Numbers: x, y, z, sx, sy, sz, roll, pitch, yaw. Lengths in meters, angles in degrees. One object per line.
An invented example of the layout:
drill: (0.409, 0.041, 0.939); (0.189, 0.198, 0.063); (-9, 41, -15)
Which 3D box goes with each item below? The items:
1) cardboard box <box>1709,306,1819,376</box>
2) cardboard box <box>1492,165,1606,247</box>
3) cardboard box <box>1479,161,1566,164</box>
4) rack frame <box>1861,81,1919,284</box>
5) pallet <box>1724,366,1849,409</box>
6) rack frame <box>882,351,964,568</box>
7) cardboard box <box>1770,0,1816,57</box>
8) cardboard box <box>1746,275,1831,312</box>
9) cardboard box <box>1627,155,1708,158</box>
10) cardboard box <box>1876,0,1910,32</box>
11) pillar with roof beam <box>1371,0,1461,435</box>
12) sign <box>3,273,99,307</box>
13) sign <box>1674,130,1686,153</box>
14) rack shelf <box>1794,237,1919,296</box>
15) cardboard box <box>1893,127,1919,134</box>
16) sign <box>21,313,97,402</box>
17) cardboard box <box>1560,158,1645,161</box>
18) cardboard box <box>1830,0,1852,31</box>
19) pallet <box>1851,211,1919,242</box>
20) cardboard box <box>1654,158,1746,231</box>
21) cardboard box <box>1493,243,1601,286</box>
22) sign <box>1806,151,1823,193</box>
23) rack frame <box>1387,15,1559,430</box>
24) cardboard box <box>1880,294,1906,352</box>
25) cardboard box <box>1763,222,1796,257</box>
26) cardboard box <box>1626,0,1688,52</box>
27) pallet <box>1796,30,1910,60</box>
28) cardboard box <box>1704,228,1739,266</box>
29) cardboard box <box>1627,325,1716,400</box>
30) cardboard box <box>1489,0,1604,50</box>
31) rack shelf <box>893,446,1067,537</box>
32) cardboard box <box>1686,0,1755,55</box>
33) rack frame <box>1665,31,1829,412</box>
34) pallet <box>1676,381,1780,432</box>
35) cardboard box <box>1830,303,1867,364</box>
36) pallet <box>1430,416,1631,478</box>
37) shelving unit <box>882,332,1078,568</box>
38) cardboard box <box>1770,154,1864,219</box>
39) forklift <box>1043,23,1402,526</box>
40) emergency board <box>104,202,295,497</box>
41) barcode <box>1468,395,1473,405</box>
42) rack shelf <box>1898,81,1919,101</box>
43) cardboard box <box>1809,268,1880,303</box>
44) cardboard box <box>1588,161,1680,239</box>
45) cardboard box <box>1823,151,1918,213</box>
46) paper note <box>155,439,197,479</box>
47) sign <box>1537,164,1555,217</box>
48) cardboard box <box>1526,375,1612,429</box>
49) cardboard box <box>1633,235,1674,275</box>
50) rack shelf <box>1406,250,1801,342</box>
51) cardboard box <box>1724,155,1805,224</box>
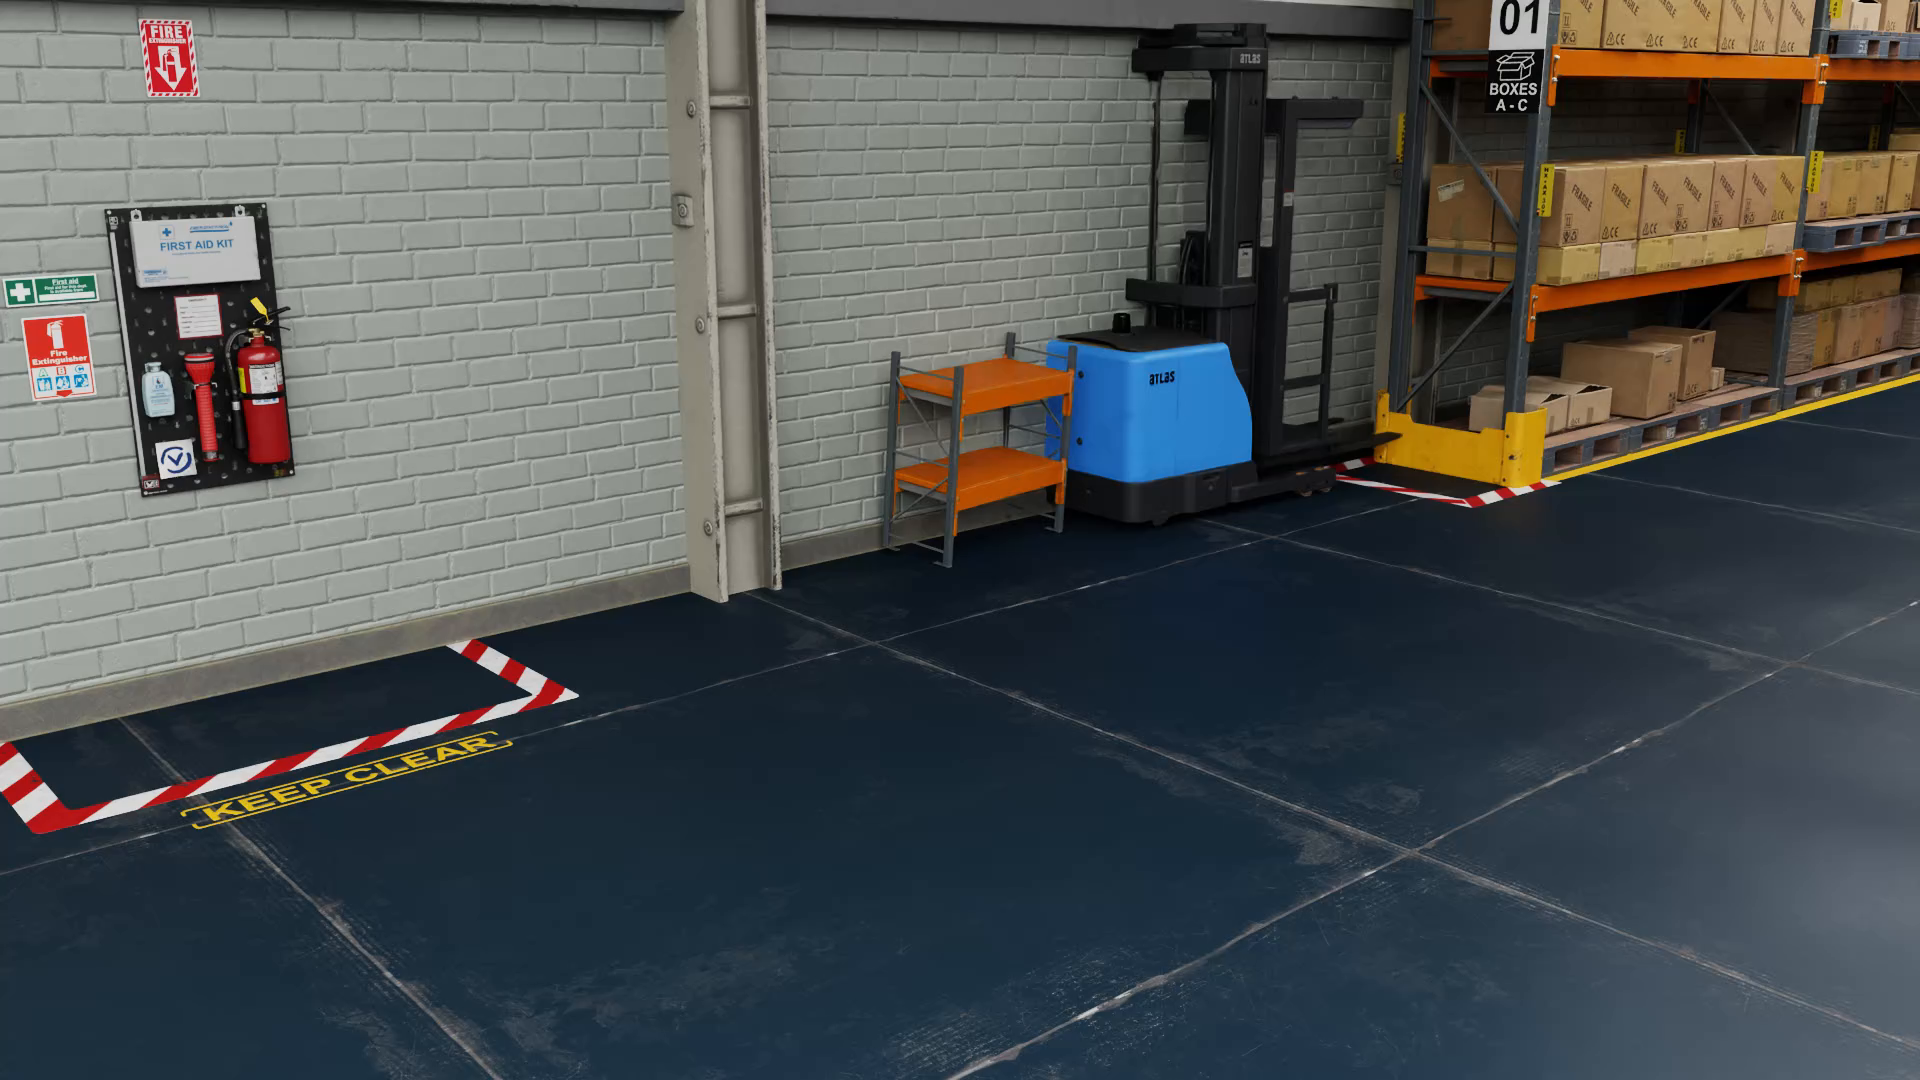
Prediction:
cardboard box: (6.942, -1.730, 14.405); (0.500, 0.500, 0.700); (-12, 19, -38)
cardboard box: (3.937, -2.241, 11.127); (0.500, 0.500, 0.500); (-13, 19, -39)
cardboard box: (3.982, -2.424, 11.809); (0.500, 0.500, 0.500); (-12, 19, -39)
rack frame: (9.415, -3.275, 16.197); (0.127, 3.000, 1.000); (-13, 19, -39)
pallet: (6.984, -1.382, 14.515); (1.213, 0.211, 1.003); (-13, 19, -39)
rack frame: (-0.210, -0.442, 9.152); (0.500, 1.125, 0.032); (18, 22, 37)
cardboard box: (6.177, -3.970, 12.756); (0.500, 0.500, 0.500); (-12, 19, -38)
cardboard box: (7.272, -2.167, 14.590); (0.500, 0.250, 0.500); (-13, 20, -41)
cardboard box: (5.513, -2.771, 13.109); (0.500, 0.500, 0.500); (-13, 20, -40)
cardboard box: (7.793, -4.583, 14.277); (0.500, 0.500, 0.500); (-14, 20, -41)
pillar with roof beam: (6.166, -4.267, 8.286); (0.400, 9.000, 9.100); (-13, 19, -39)
sign: (-3.551, -0.978, 6.501); (0.331, 0.109, 0.001); (-13, 19, -39)
sign: (6.030, -3.264, 13.913); (0.005, 0.325, 0.100); (-13, 19, -39)
rack shelf: (7.906, -2.588, 15.022); (4.000, 0.370, 1.077); (-13, 19, -39)
cardboard box: (9.587, -3.966, 16.523); (0.500, 0.250, 0.500); (-12, 19, -38)
sign: (-3.560, -0.722, 6.573); (0.234, 0.329, 0.001); (-13, 19, -39)
cardboard box: (4.749, -2.597, 12.460); (0.500, 0.500, 0.500); (-12, 19, -39)
cardboard box: (6.862, -4.375, 13.495); (0.500, 0.500, 0.500); (-9, 18, -32)
pallet: (7.949, -2.839, 14.937); (1.213, 0.211, 1.003); (-13, 19, -39)
cardboard box: (5.484, -2.587, 12.423); (0.500, 0.500, 0.500); (-13, 20, -41)
cardboard box: (3.957, -1.878, 11.218); (0.500, 0.250, 0.500); (-13, 20, -41)
sign: (6.759, -2.911, 13.158); (0.005, 0.325, 0.100); (-13, 19, -39)
rack frame: (3.380, -1.919, 11.124); (0.127, 3.000, 1.000); (-13, 19, -39)
cardboard box: (8.441, -2.083, 15.726); (0.500, 0.500, 0.700); (-13, 20, -39)
cardboard box: (6.239, -2.395, 13.156); (0.500, 0.250, 0.500); (-13, 19, -39)
cardboard box: (4.614, -3.607, 11.398); (0.500, 0.500, 0.500); (-12, 19, -37)
pallet: (6.933, -4.039, 13.611); (1.003, 0.211, 1.213); (-13, 19, -39)
cardboard box: (5.489, -2.224, 12.516); (0.500, 0.250, 0.500); (-13, 20, -40)
cardboard box: (5.641, -1.418, 13.239); (0.500, 0.500, 0.500); (14, 21, 43)
cardboard box: (3.796, -3.435, 10.751); (0.500, 0.500, 0.500); (-12, 19, -38)
rack shelf: (0.103, -0.309, 9.601); (0.538, 0.278, 1.000); (18, 22, 37)
cardboard box: (5.396, -3.786, 12.067); (0.500, 0.500, 0.500); (-14, 20, -41)
rack frame: (6.397, -2.597, 13.660); (0.127, 3.000, 1.000); (-13, 19, -39)
pallet: (5.914, -1.129, 13.568); (1.213, 0.211, 1.003); (-13, 19, -39)
cardboard box: (7.710, -1.906, 15.063); (0.500, 0.500, 0.700); (-12, 19, -39)
pallet: (4.073, -0.716, 12.021); (1.213, 0.211, 1.003); (-13, 19, -39)
shelving unit: (0.118, -0.541, 9.527); (0.538, 1.125, 1.048); (18, 22, 37)
cardboard box: (7.230, -3.031, 14.238); (0.500, 0.500, 0.700); (-10, 18, -34)
forklift: (1.844, -1.789, 10.767); (3.031, 2.935, 1.130); (-12, 19, -38)
emergency board: (-3.075, -0.779, 6.853); (0.643, 1.169, 0.194); (-13, 19, -39)
barcode: (3.712, -1.018, 12.089); (0.075, 0.075, 0.001); (-13, 19, -39)
rack shelf: (10.924, -4.715, 17.171); (4.000, 0.370, 1.077); (-13, 19, -39)
cardboard box: (8.050, -2.337, 15.226); (0.500, 0.250, 0.500); (-13, 20, -40)
cardboard box: (4.711, -2.409, 11.757); (0.500, 0.500, 0.500); (-13, 20, -41)
cardboard box: (8.142, -3.239, 15.016); (0.500, 0.500, 0.700); (-13, 19, -39)
paper note: (-3.254, -0.337, 6.905); (0.142, 0.148, 0.016); (-13, 19, -39)
sign: (3.736, -2.232, 10.616); (0.005, 0.325, 0.100); (-13, 19, -39)
cardboard box: (4.391, -1.029, 12.148); (0.500, 0.311, 0.500); (-11, 18, -35)
cardboard box: (4.727, -2.053, 11.877); (0.500, 0.250, 0.500); (-13, 20, -40)
rack shelf: (4.889, -1.911, 12.485); (4.000, 0.370, 1.077); (-13, 19, -39)
cardboard box: (6.244, -2.756, 13.055); (0.500, 0.500, 0.500); (-13, 20, -39)
